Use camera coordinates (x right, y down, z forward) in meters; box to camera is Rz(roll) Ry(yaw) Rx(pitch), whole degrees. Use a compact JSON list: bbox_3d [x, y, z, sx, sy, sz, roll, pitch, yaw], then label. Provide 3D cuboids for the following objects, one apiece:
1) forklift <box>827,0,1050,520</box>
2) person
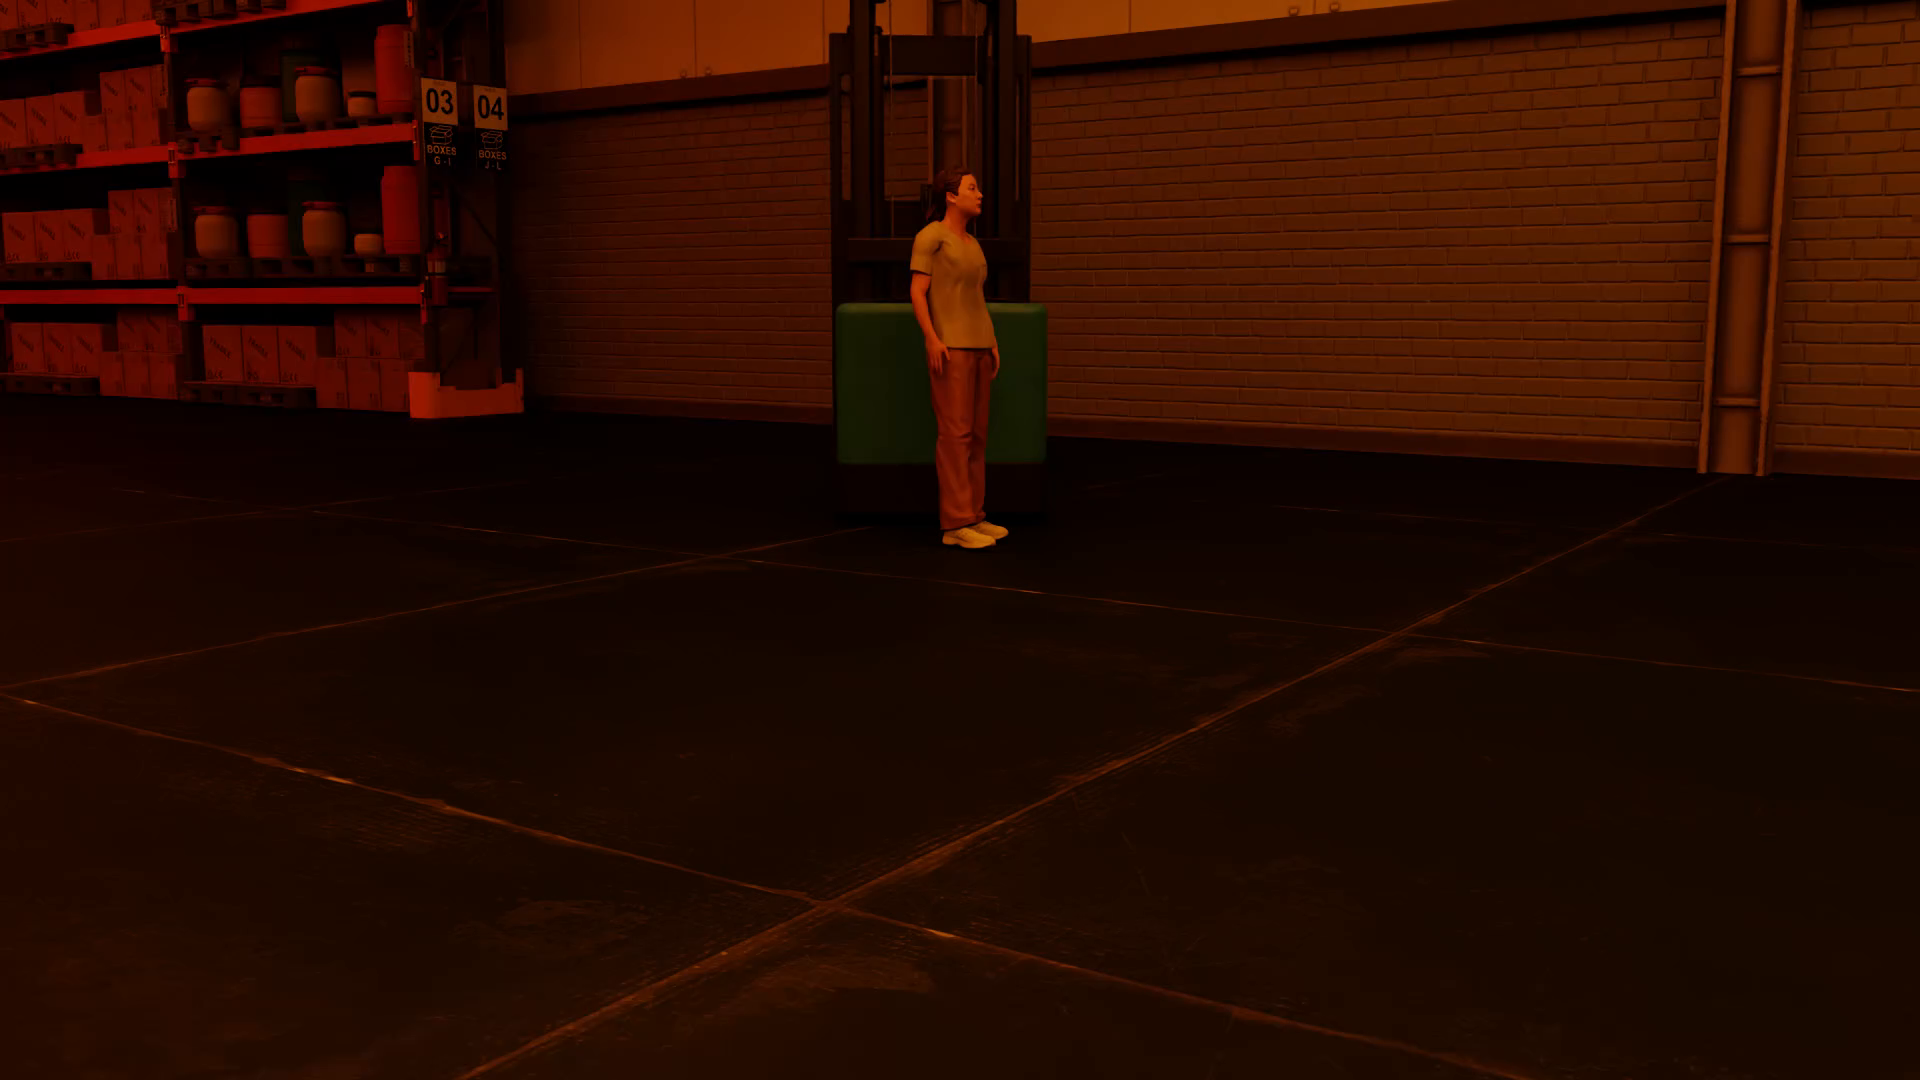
[{"bbox_3d":[-0.177,-1.723,9.311,1.130,2.935,3.031,-1,8,-4],"label":"forklift"},{"bbox_3d":[0.055,-0.830,7.434,0.548,1.673,0.553,5,10,34],"label":"person"}]
